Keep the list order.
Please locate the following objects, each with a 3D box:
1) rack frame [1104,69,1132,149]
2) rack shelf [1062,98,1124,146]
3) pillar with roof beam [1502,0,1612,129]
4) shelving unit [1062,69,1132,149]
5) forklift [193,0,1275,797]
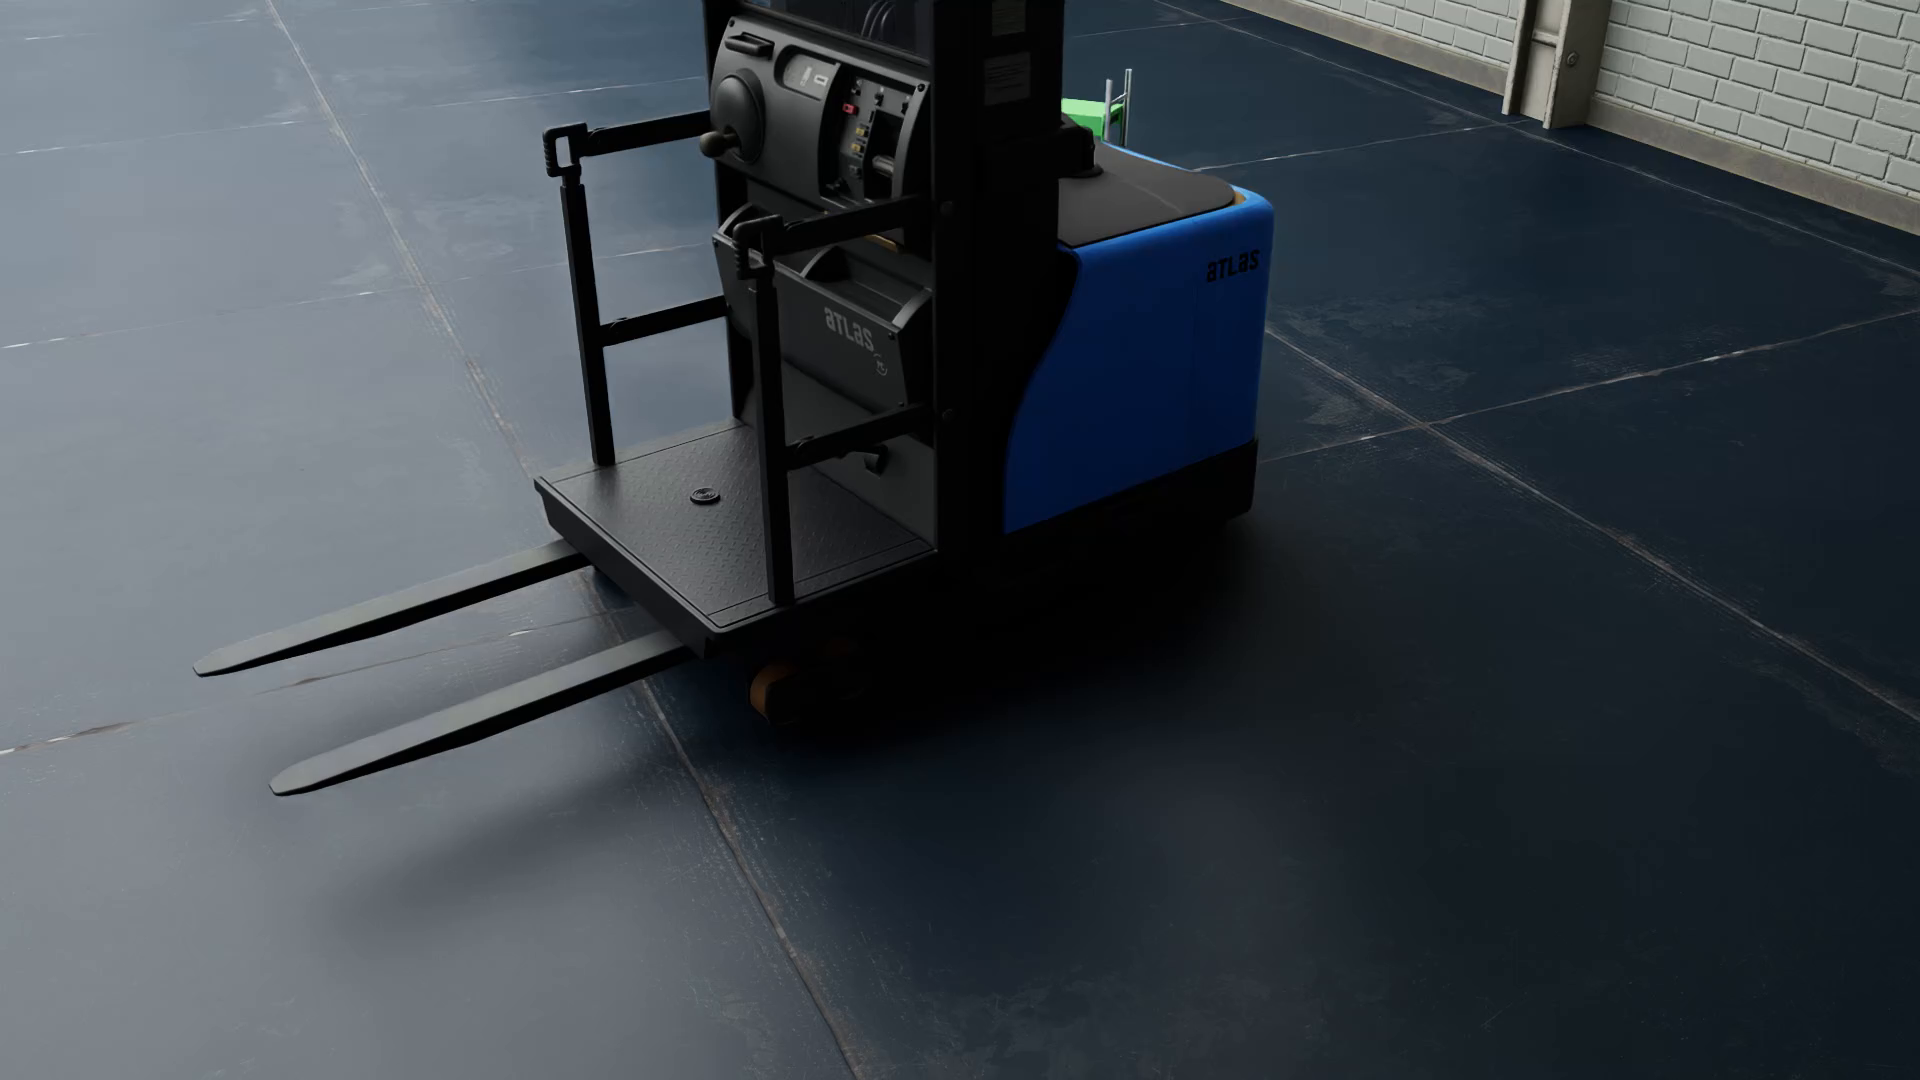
[{"bbox_3d":[0.518,-1.014,5.815,0.015,1.200,0.240,11,27,19],"label":"rack frame"},{"bbox_3d":[0.302,-1.433,5.713,0.480,0.148,0.258,11,27,19],"label":"rack shelf"},{"bbox_3d":[-0.511,-5.458,5.784,9.100,9.000,0.400,-13,32,-22],"label":"pillar with roof beam"},{"bbox_3d":[0.291,-1.058,5.894,0.503,1.200,0.258,11,27,19],"label":"shelving unit"},{"bbox_3d":[-0.545,-1.084,4.187,3.031,2.935,1.130,-20,35,-32],"label":"forklift"}]
